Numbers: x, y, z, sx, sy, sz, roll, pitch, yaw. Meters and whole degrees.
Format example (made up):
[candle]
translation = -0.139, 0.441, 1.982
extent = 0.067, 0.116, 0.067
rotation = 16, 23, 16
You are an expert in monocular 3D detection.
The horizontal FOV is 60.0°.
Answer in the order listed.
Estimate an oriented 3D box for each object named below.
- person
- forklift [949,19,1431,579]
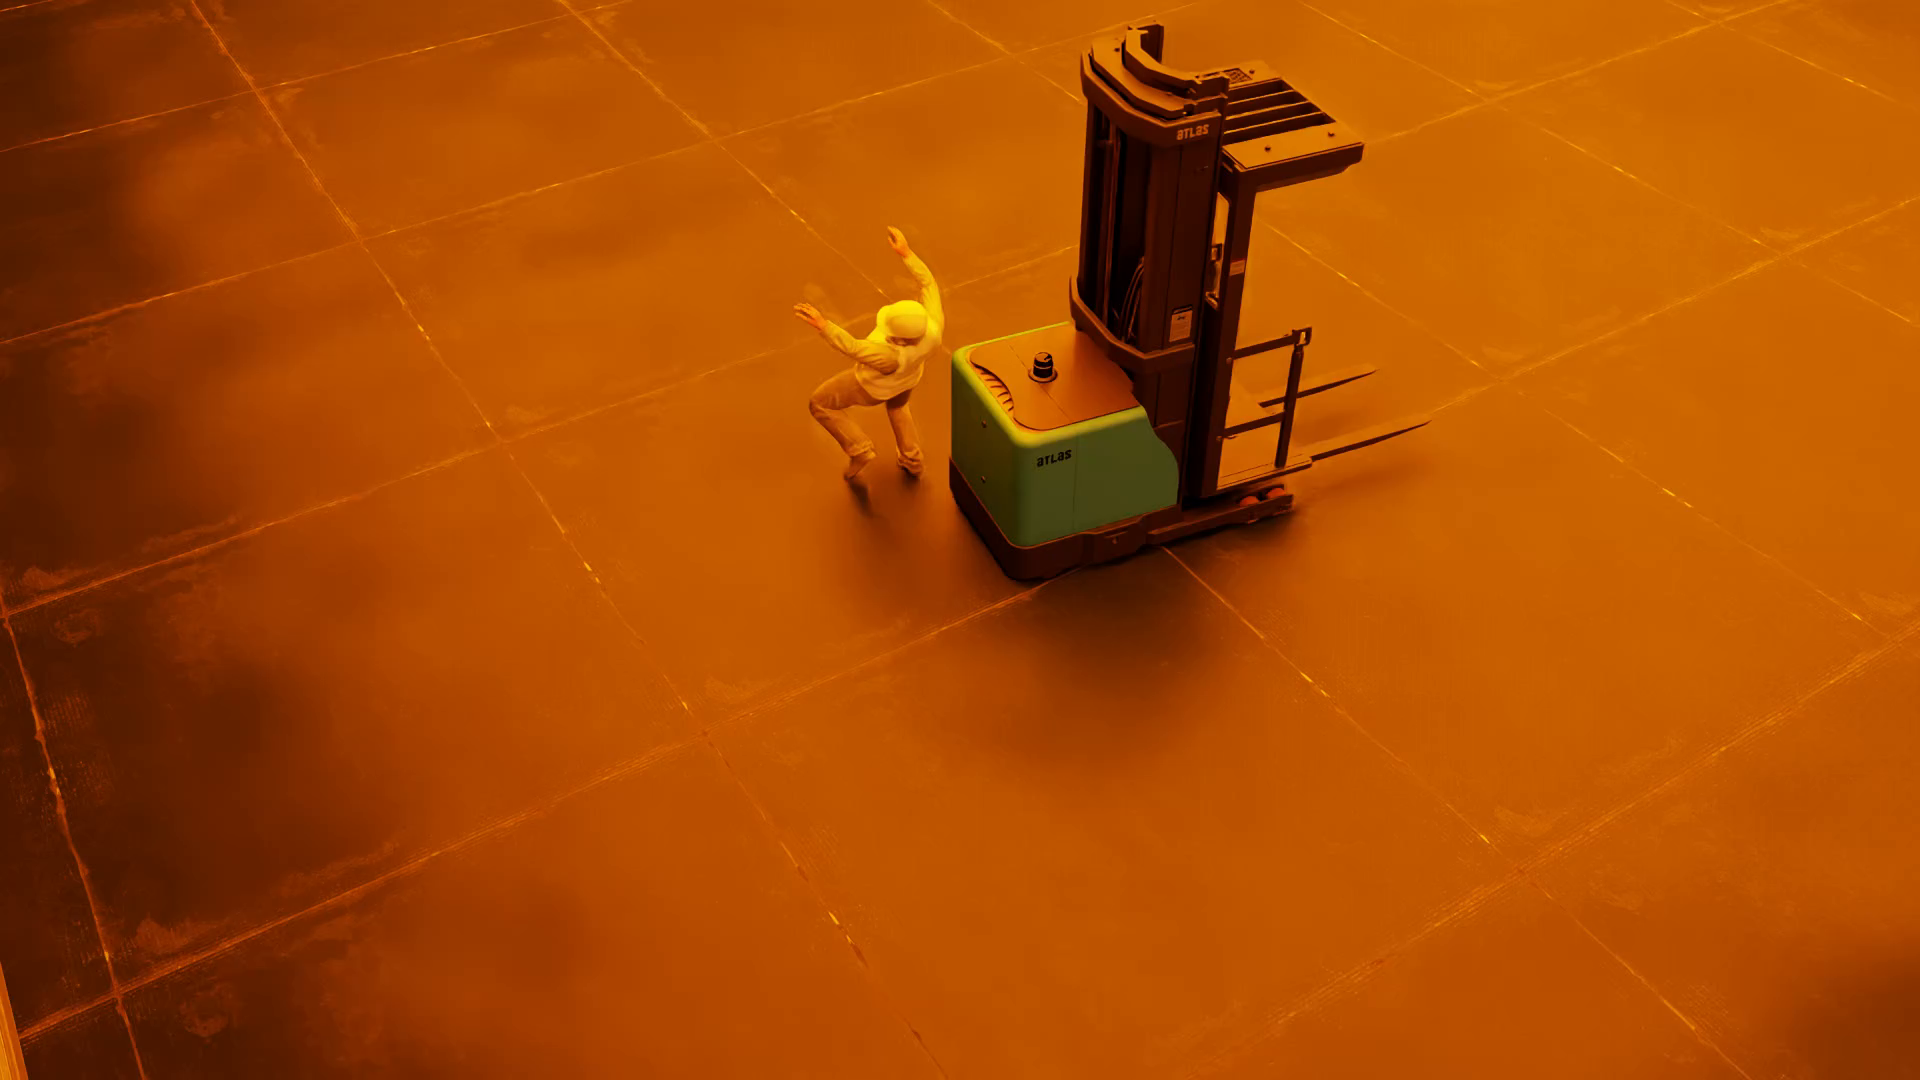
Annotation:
[person]
translation = -0.548, -0.982, 10.009
extent = 1.008, 1.626, 0.818
rotation = -27, 48, -27
[forklift]
translation = 1.497, -1.510, 9.599
extent = 3.031, 2.935, 1.130
rotation = -16, 44, -17
